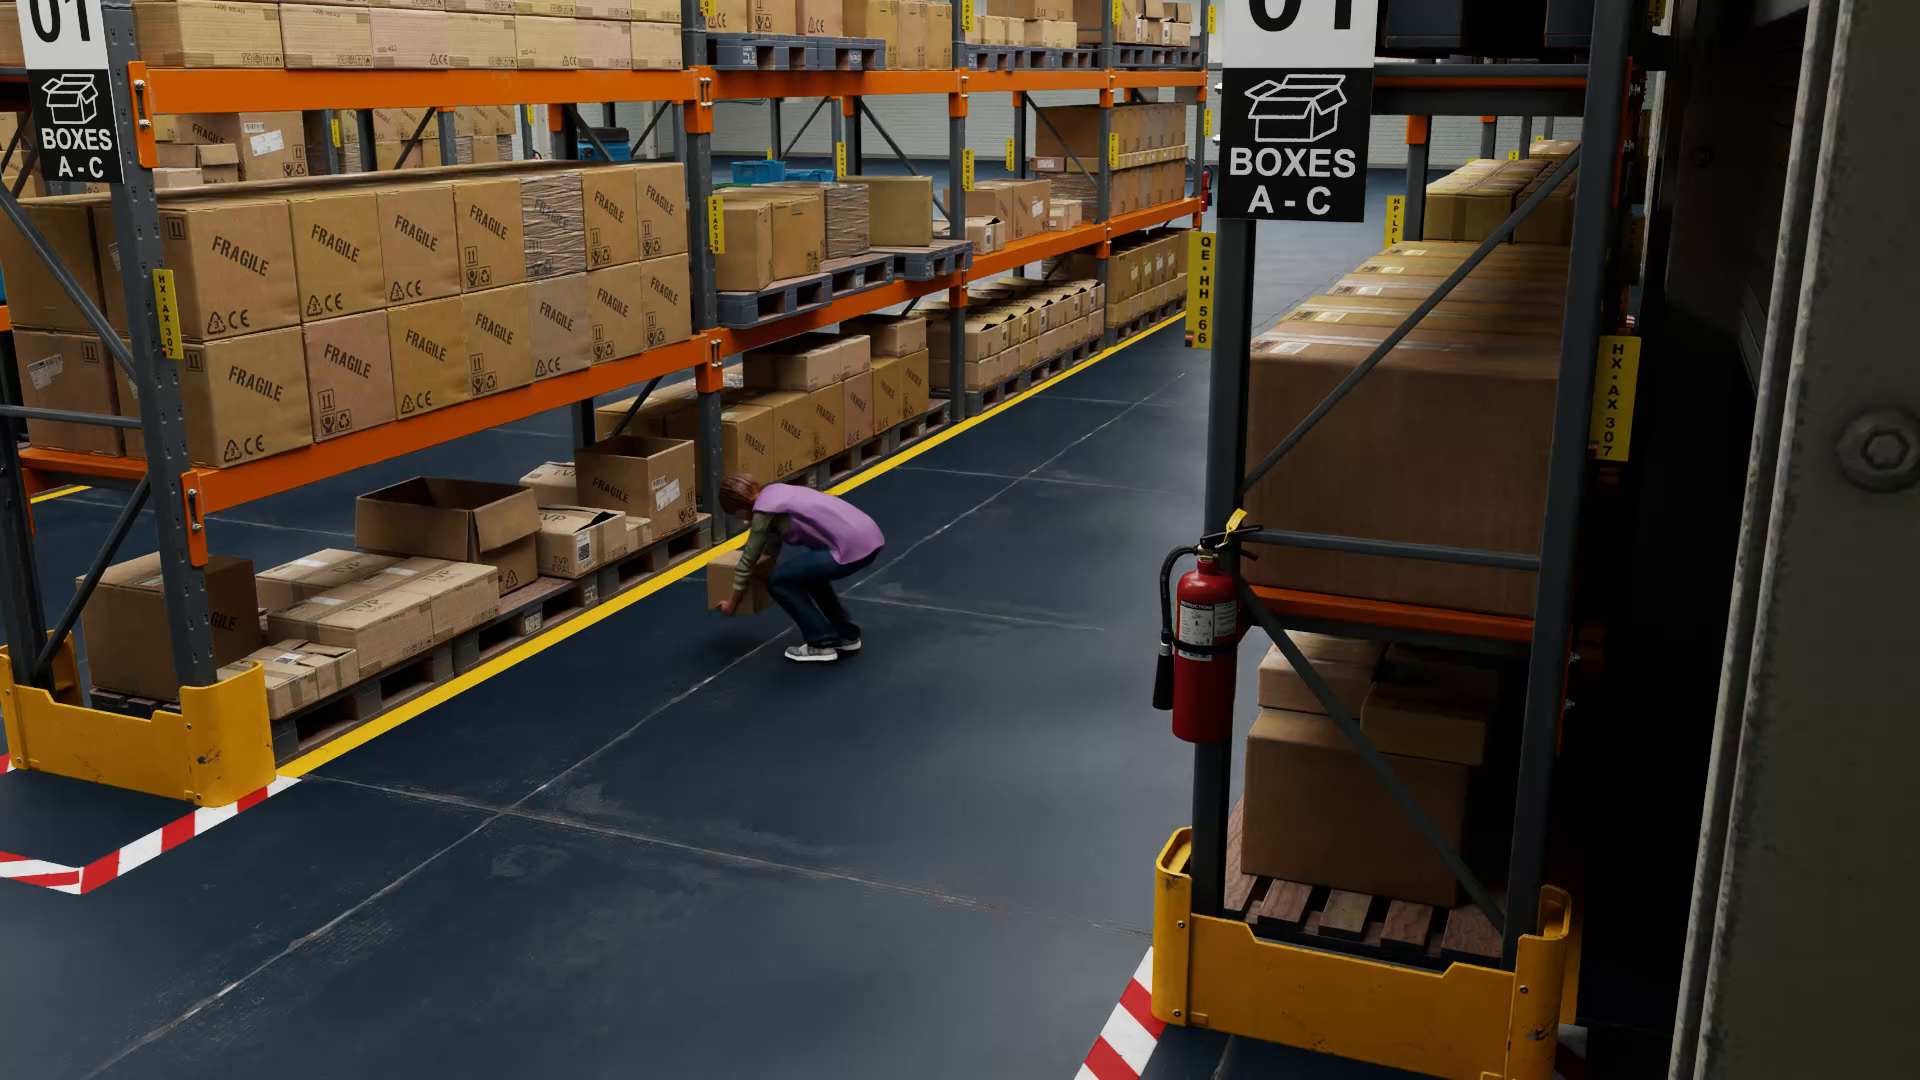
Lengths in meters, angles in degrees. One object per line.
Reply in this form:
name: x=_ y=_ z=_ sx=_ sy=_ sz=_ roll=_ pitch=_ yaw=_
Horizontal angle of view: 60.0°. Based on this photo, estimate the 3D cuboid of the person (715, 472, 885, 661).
person: x=-0.783 y=0.131 z=8.198 sx=0.840 sy=0.895 sz=0.422 roll=6 pitch=17 yaw=19
